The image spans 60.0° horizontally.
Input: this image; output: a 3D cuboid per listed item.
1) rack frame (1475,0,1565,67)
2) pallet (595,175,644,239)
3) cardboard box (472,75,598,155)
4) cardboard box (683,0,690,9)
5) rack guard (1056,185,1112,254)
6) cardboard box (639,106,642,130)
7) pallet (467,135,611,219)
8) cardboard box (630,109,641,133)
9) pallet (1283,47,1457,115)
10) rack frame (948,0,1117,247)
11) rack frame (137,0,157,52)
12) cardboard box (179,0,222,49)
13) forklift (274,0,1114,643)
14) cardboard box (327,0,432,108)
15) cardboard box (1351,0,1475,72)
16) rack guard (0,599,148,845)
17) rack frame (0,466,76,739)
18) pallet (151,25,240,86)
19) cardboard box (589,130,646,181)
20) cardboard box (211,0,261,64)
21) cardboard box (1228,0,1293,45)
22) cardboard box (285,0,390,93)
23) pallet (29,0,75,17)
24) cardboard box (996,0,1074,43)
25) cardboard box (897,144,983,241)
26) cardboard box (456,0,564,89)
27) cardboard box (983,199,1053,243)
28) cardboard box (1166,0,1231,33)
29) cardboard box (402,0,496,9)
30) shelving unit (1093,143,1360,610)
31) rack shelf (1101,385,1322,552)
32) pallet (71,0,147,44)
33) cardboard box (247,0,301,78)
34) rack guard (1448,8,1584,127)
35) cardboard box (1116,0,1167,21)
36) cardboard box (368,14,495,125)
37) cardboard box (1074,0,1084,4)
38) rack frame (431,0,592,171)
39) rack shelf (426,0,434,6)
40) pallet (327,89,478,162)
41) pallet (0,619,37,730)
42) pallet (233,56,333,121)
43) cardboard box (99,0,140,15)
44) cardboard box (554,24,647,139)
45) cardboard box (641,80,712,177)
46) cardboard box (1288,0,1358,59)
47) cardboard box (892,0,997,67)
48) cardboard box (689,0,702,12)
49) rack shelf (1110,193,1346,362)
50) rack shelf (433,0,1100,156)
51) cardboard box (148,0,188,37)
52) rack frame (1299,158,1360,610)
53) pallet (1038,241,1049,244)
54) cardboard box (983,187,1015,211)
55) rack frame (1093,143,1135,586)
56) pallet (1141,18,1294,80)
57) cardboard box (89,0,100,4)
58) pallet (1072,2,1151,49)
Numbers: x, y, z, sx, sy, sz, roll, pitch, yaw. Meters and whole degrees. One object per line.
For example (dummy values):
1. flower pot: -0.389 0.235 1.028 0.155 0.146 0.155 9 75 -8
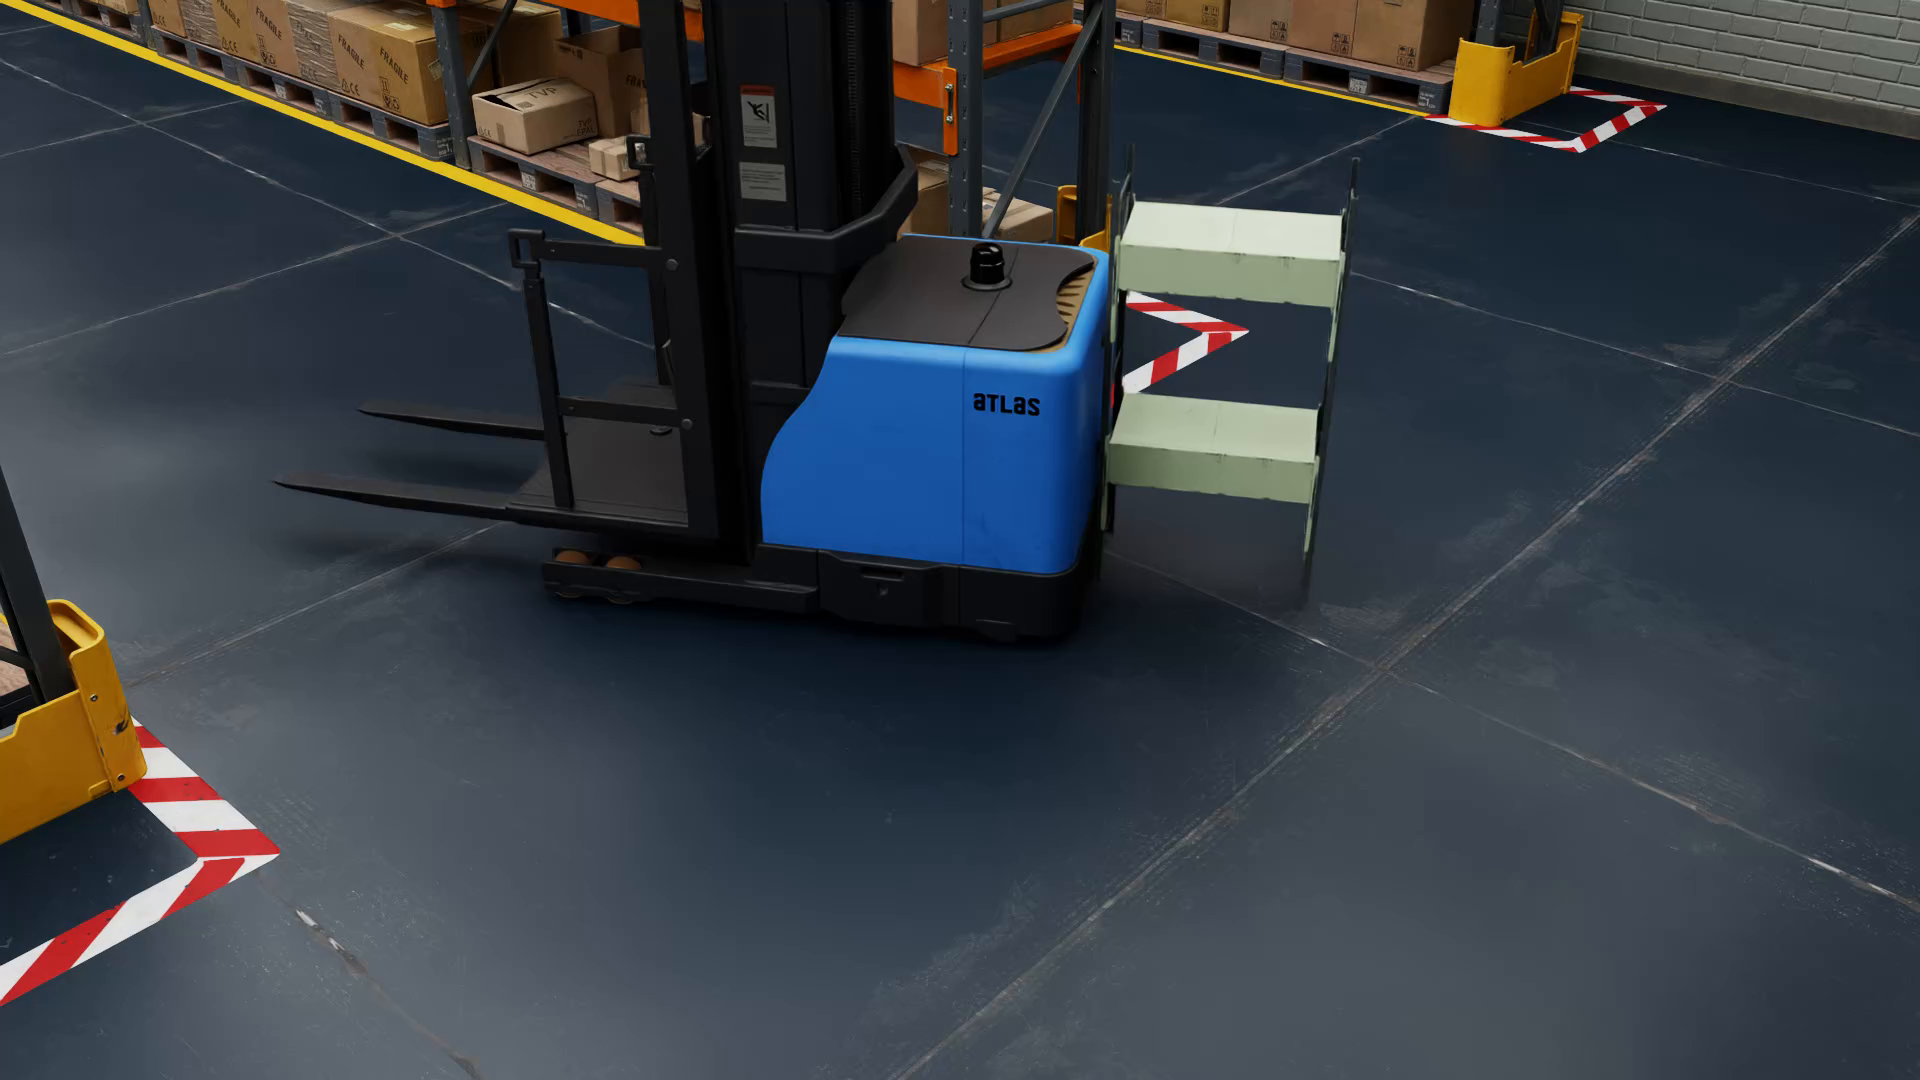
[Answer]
1. rack frame: 3.648 -4.202 10.322 0.127 3.000 1.000 25 39 35
2. pallet: -1.221 -1.836 9.095 1.213 0.211 1.003 25 39 35
3. cardboard box: -2.473 -2.499 9.674 0.500 0.311 0.500 25 39 35
4. cardboard box: -1.314 -2.928 8.108 0.500 0.500 0.500 24 39 34
5. rack guard: 0.271 -1.262 7.861 0.348 0.500 1.175 25 39 35
6. cardboard box: -1.470 -2.379 9.474 0.500 0.311 0.500 25 39 35
7. pallet: -2.130 -2.258 9.796 1.213 0.211 1.003 25 39 35
8. cardboard box: -1.707 -2.462 9.770 0.250 0.149 0.380 25 39 35
9. pallet: 3.003 -3.254 11.451 1.213 0.211 1.003 25 39 35
10. rack frame: 0.327 -2.306 7.173 0.127 3.000 1.000 25 39 35
11. rack frame: -5.604 -5.075 11.772 0.127 3.000 1.000 25 39 35
12. cardboard box: -5.067 -3.747 11.563 0.500 0.500 0.500 23 38 33
13. forklift: -1.002 -1.286 5.545 3.031 2.935 1.130 6 32 10
14. cardboard box: -3.558 -3.044 10.395 0.500 0.500 0.500 25 39 35
15. cardboard box: 3.062 -3.515 11.197 0.500 0.500 0.700 25 39 35
16. rack guard: -2.973 0.661 4.668 0.348 0.500 1.175 25 39 35
17. rack frame: -2.999 -0.414 4.029 0.127 3.000 1.000 25 39 35
18. pallet: -5.076 -3.608 12.038 1.213 0.211 1.003 25 39 35
19. cardboard box: -1.824 -2.142 9.220 0.250 0.166 0.380 25 39 35
20. cardboard box: -4.698 -3.571 11.271 0.500 0.500 0.500 24 39 34
21. cardboard box: 2.318 -3.862 11.773 0.500 0.500 0.700 24 38 34
22. cardboard box: -3.929 -3.218 10.684 0.500 0.500 0.500 26 39 36
23. pallet: -7.089 -4.603 13.691 1.213 0.211 1.003 25 39 35
24. cardboard box: 0.175 -2.604 7.570 0.500 0.500 0.500 26 40 36
25. cardboard box: -0.241 -1.518 7.860 0.500 0.500 0.500 25 39 35
26. cardboard box: -2.834 -3.069 10.437 0.500 0.500 0.500 23 38 33
27. cardboard box: 0.247 -1.550 8.254 0.250 0.149 0.380 25 39 35
28. cardboard box: 1.918 -4.044 12.075 0.500 0.500 0.700 26 40 36
29. cardboard box: -3.237 -3.249 10.736 0.500 0.500 0.500 26 39 36
30. shelving unit: 0.888 -0.538 5.690 0.755 1.500 0.431 6 32 10
31. rack shelf: 0.888 -0.259 5.858 0.720 0.370 0.431 6 32 10
32. pallet: -6.188 -4.180 12.989 1.213 0.211 1.003 25 39 35
33. cardboard box: -4.308 -3.393 10.974 0.500 0.500 0.500 24 38 34
34. rack guard: 3.666 -3.123 10.953 0.348 0.500 1.175 25 39 35
35. cardboard box: 1.539 -4.222 12.372 0.500 0.500 0.700 25 39 35
36. cardboard box: -3.197 -2.870 10.105 0.500 0.500 0.500 25 39 35
37. cardboard box: 1.168 -4.397 12.663 0.500 0.500 0.700 26 39 36
38. rack frame: -2.639 -3.691 9.473 0.127 3.000 1.000 25 39 35
39. rack shelf: -4.121 -4.075 10.808 4.000 0.370 1.077 25 39 35
40. pallet: -3.267 -2.763 10.635 1.213 0.211 1.003 25 39 35
41. pallet: -3.585 0.481 5.247 1.213 0.211 1.003 25 39 35
42. pallet: -4.176 -3.185 11.337 1.213 0.211 1.003 25 39 35
43. cardboard box: -6.158 -4.166 12.521 0.500 0.250 0.500 26 40 36
44. cardboard box: -2.026 -2.720 9.856 0.500 0.500 0.500 25 39 35
45. cardboard box: -1.242 -2.162 8.926 0.637 0.503 0.797 25 39 35
46. cardboard box: 2.691 -3.688 11.485 0.500 0.500 0.700 25 39 35
47. cardboard box: -0.188 -2.400 7.232 0.500 0.500 0.500 26 40 36
48. cardboard box: -0.941 -2.753 7.818 0.500 0.500 0.500 25 39 35
49. rack shelf: 0.888 -0.873 5.489 0.720 0.370 0.431 6 32 10
50. rack shelf: -1.156 -2.690 8.508 4.000 0.370 1.077 25 39 35
51. cardboard box: -5.459 -3.926 11.860 0.500 0.500 0.500 27 40 37
52. rack frame: 1.246 -0.499 5.624 0.023 1.500 0.400 6 32 10
53. pallet: -0.321 -1.414 8.394 1.213 0.211 1.003 25 39 35
54. cardboard box: 0.062 -1.644 8.393 0.250 0.166 0.380 25 39 35
55. rack frame: 0.531 -0.578 5.756 0.023 1.500 0.400 6 32 10
56. pallet: 2.103 -3.676 12.152 1.213 0.211 1.003 25 39 35
57. cardboard box: -6.543 -4.343 12.815 0.500 0.250 0.500 25 39 35
58. pallet: 1.194 -4.099 12.854 1.213 0.211 1.003 25 39 35
